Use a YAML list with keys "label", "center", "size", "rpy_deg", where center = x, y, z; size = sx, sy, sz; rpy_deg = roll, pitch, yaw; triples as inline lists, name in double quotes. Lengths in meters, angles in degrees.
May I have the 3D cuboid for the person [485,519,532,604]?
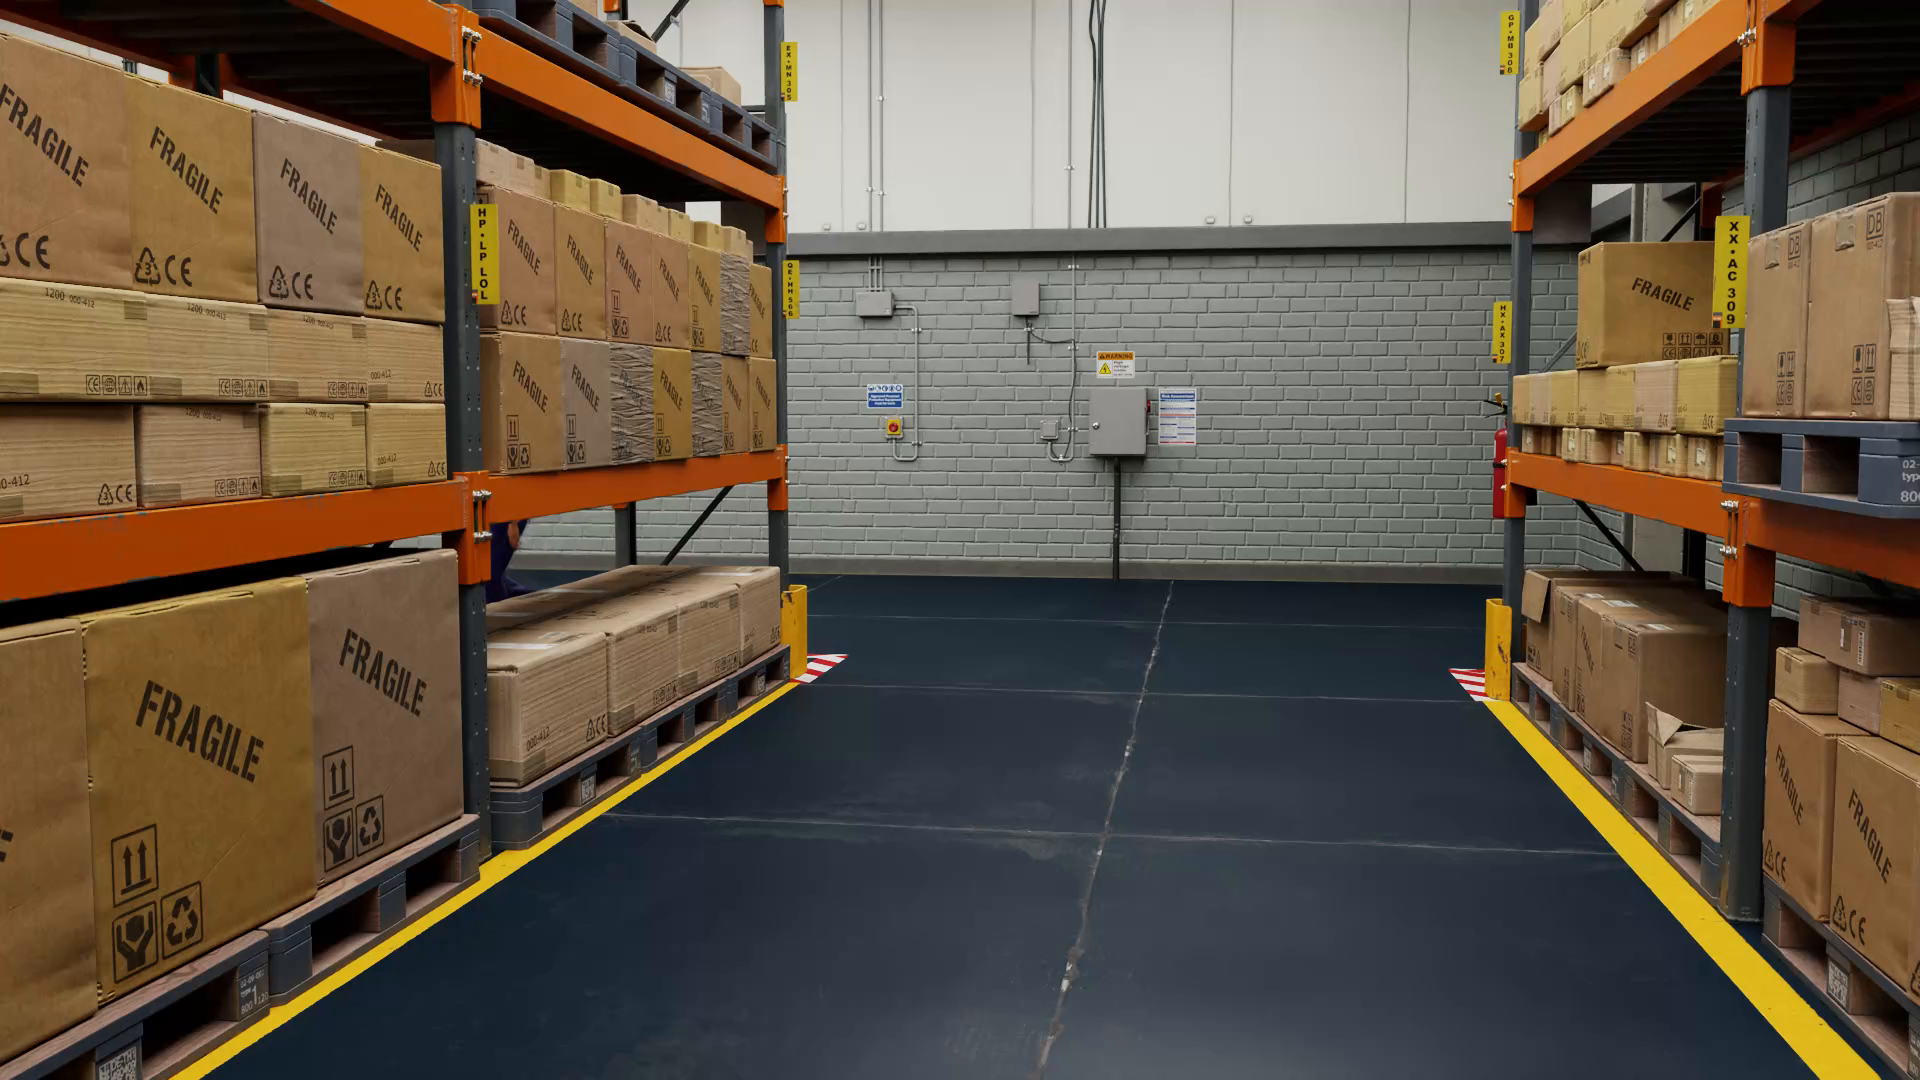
- label: "person"
  center: [-2.857, -0.124, 10.449]
  size: [0.611, 1.625, 0.548]
  rpy_deg: [-4, 6, -44]
